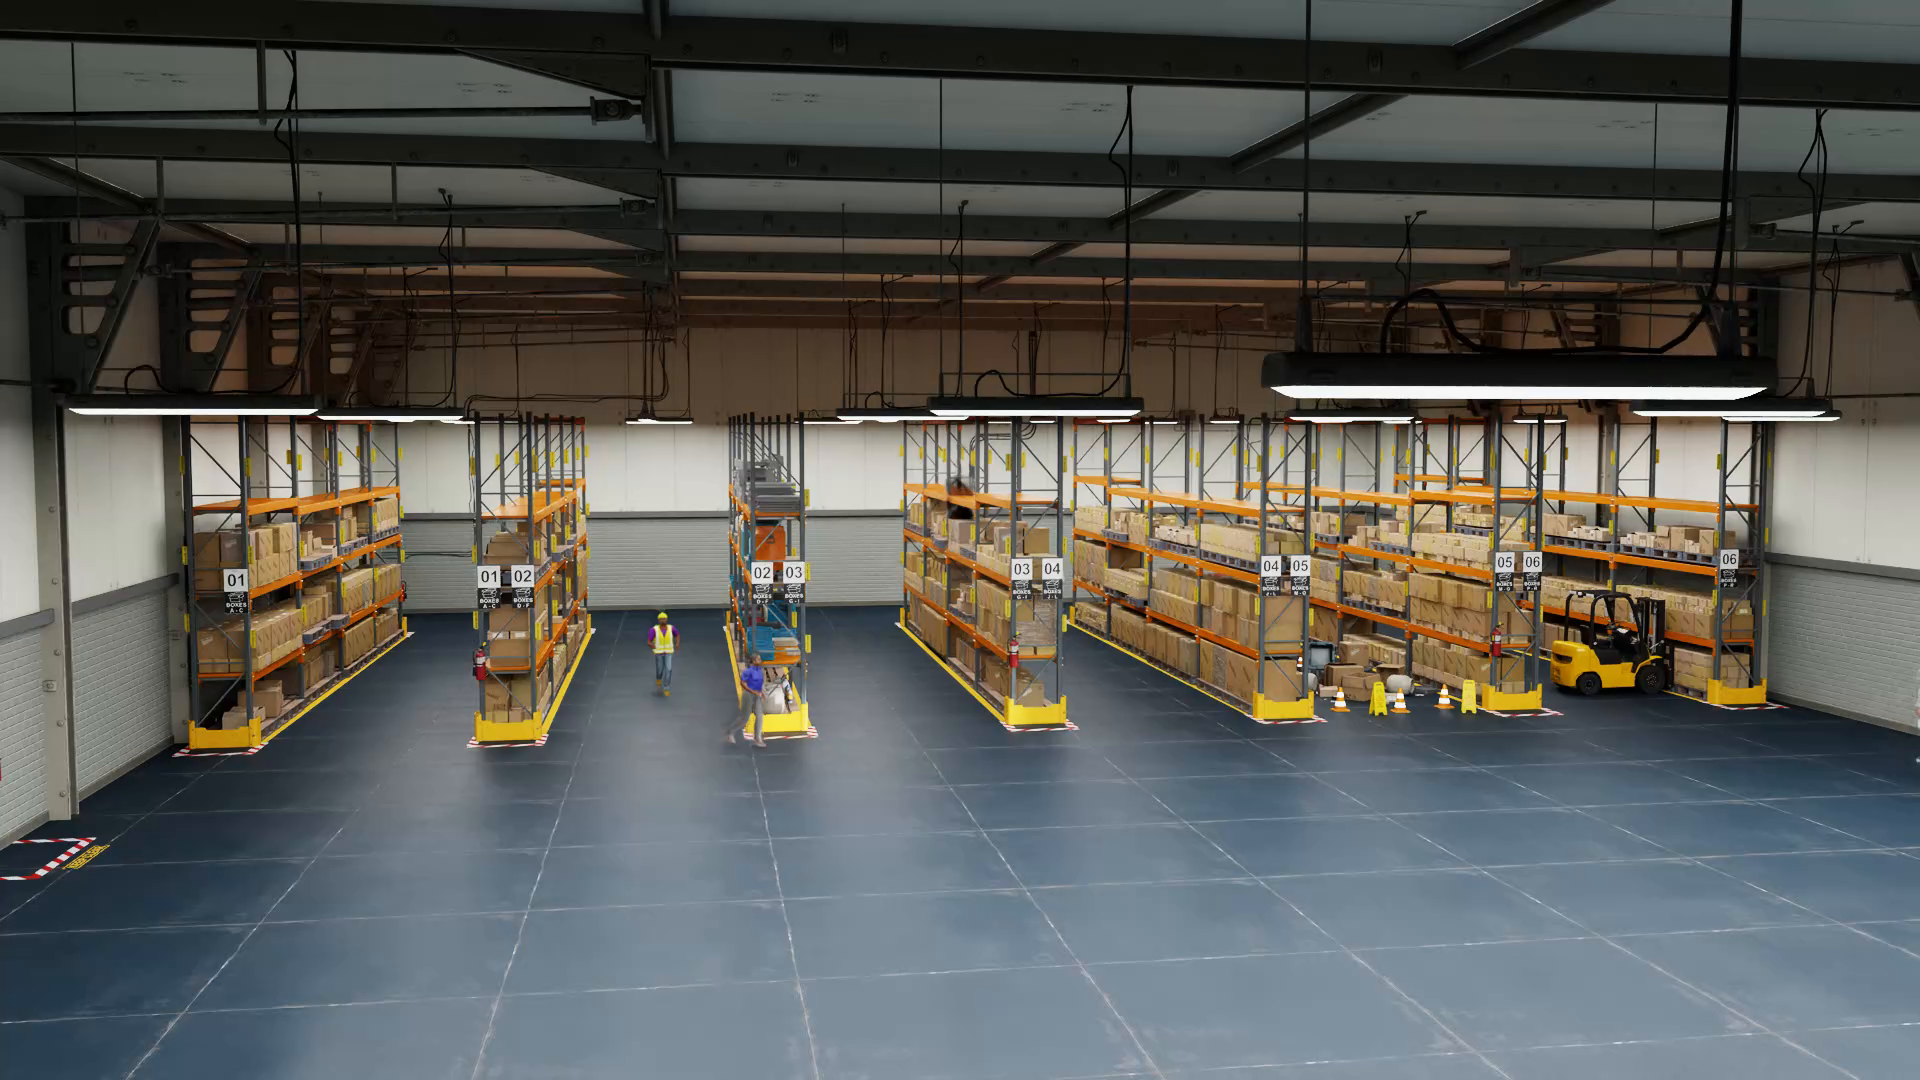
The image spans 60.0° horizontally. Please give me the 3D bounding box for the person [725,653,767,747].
[{"bbox_3d":[-3.728,2.857,29.944,0.855,1.629,0.666,2,5,32],"label":"person"}]

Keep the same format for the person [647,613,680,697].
[{"bbox_3d":[-6.349,2.434,35.689,0.712,1.754,0.932,-1,4,-16],"label":"person"}]

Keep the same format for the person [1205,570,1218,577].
[{"bbox_3d":[7.596,1.434,50.617,0.721,1.721,0.660,0,4,-6],"label":"person"}]

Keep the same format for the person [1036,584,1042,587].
[{"bbox_3d":[2.147,1.615,47.474,0.668,1.808,0.901,0,4,5],"label":"person"}]
